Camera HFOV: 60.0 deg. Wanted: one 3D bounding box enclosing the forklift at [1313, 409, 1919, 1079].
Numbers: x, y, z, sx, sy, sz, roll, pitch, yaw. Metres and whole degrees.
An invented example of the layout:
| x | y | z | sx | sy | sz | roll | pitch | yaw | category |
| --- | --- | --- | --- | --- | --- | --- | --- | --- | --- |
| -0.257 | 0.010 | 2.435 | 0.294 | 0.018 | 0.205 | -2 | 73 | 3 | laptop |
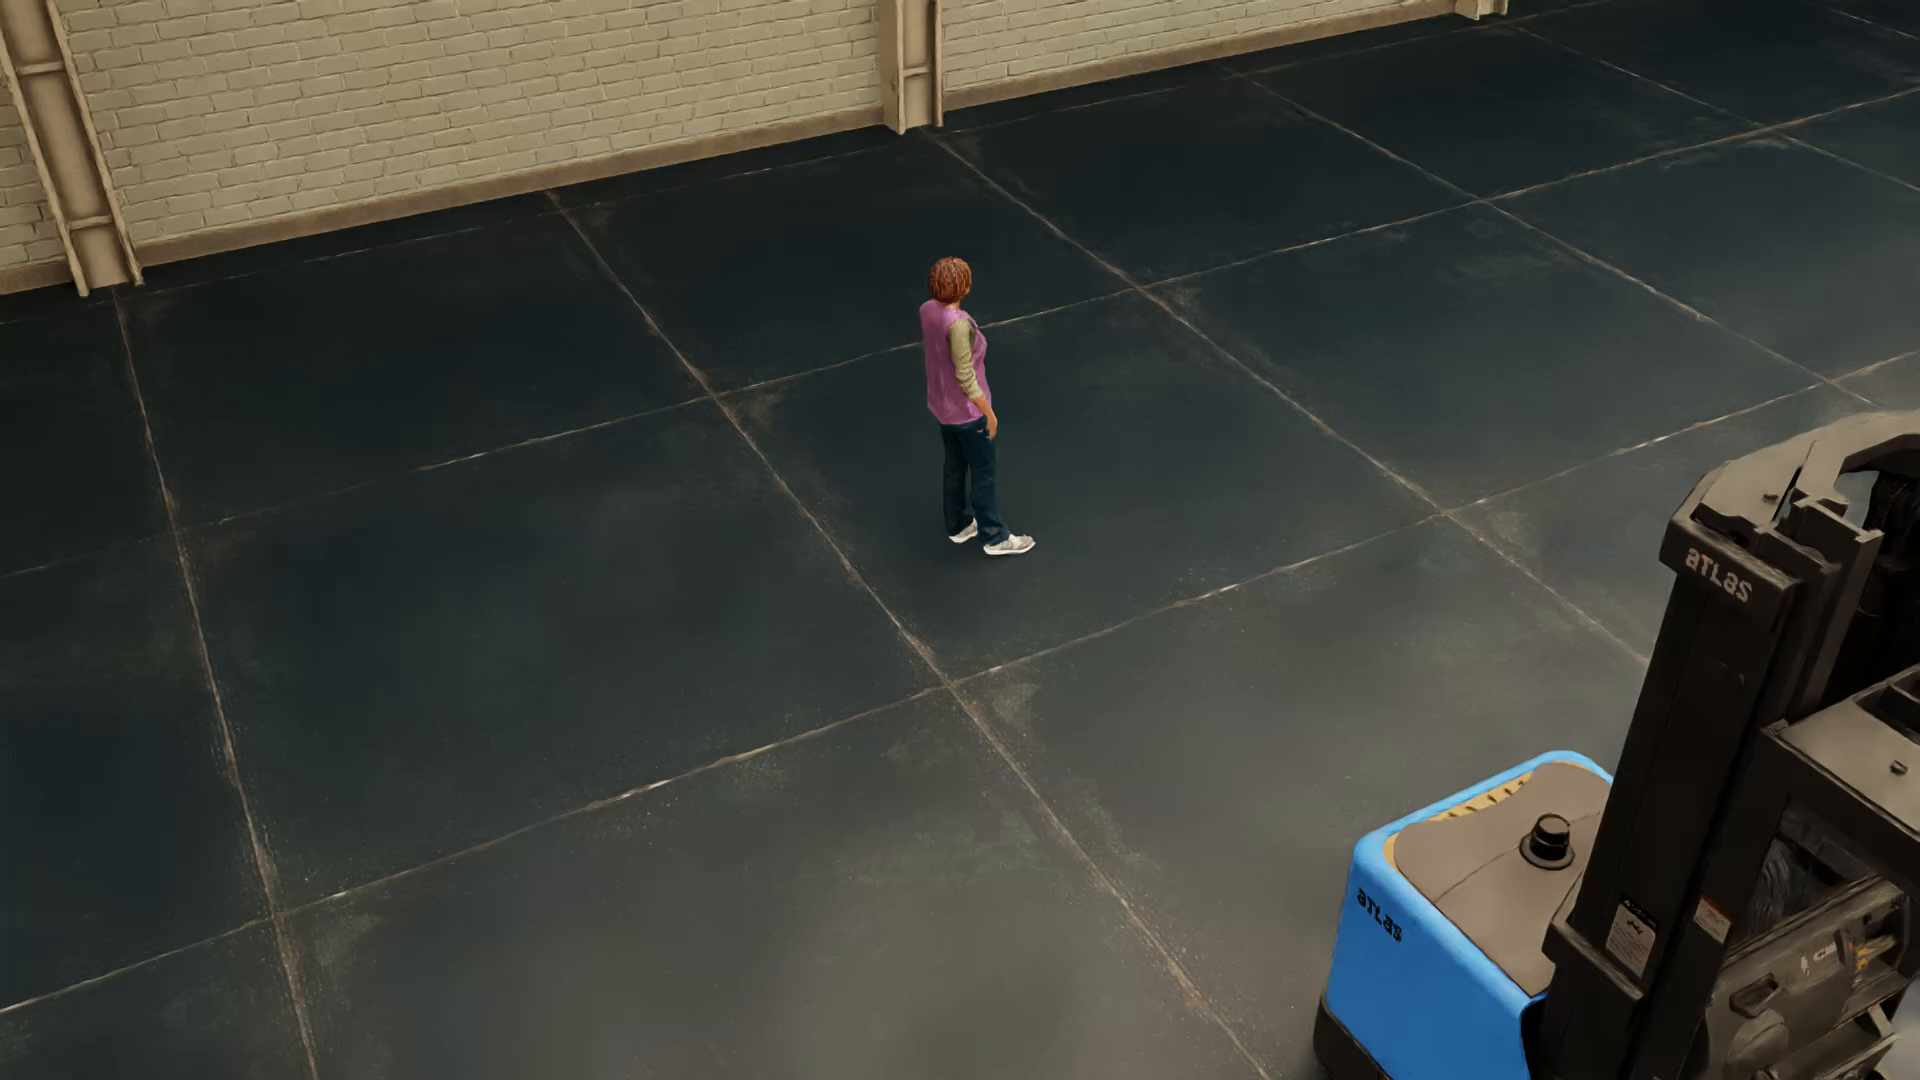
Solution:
| x | y | z | sx | sy | sz | roll | pitch | yaw | category |
| --- | --- | --- | --- | --- | --- | --- | --- | --- | --- |
| 2.426 | 1.266 | 4.332 | 1.130 | 2.935 | 3.031 | -18 | 39 | -23 | forklift |

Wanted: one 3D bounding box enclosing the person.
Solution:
| x | y | z | sx | sy | sz | roll | pitch | yaw | category |
| --- | --- | --- | --- | --- | --- | --- | --- | --- | --- |
| 0.072 | -0.663 | 8.221 | 0.474 | 1.578 | 0.520 | -17 | 39 | -23 | person |
